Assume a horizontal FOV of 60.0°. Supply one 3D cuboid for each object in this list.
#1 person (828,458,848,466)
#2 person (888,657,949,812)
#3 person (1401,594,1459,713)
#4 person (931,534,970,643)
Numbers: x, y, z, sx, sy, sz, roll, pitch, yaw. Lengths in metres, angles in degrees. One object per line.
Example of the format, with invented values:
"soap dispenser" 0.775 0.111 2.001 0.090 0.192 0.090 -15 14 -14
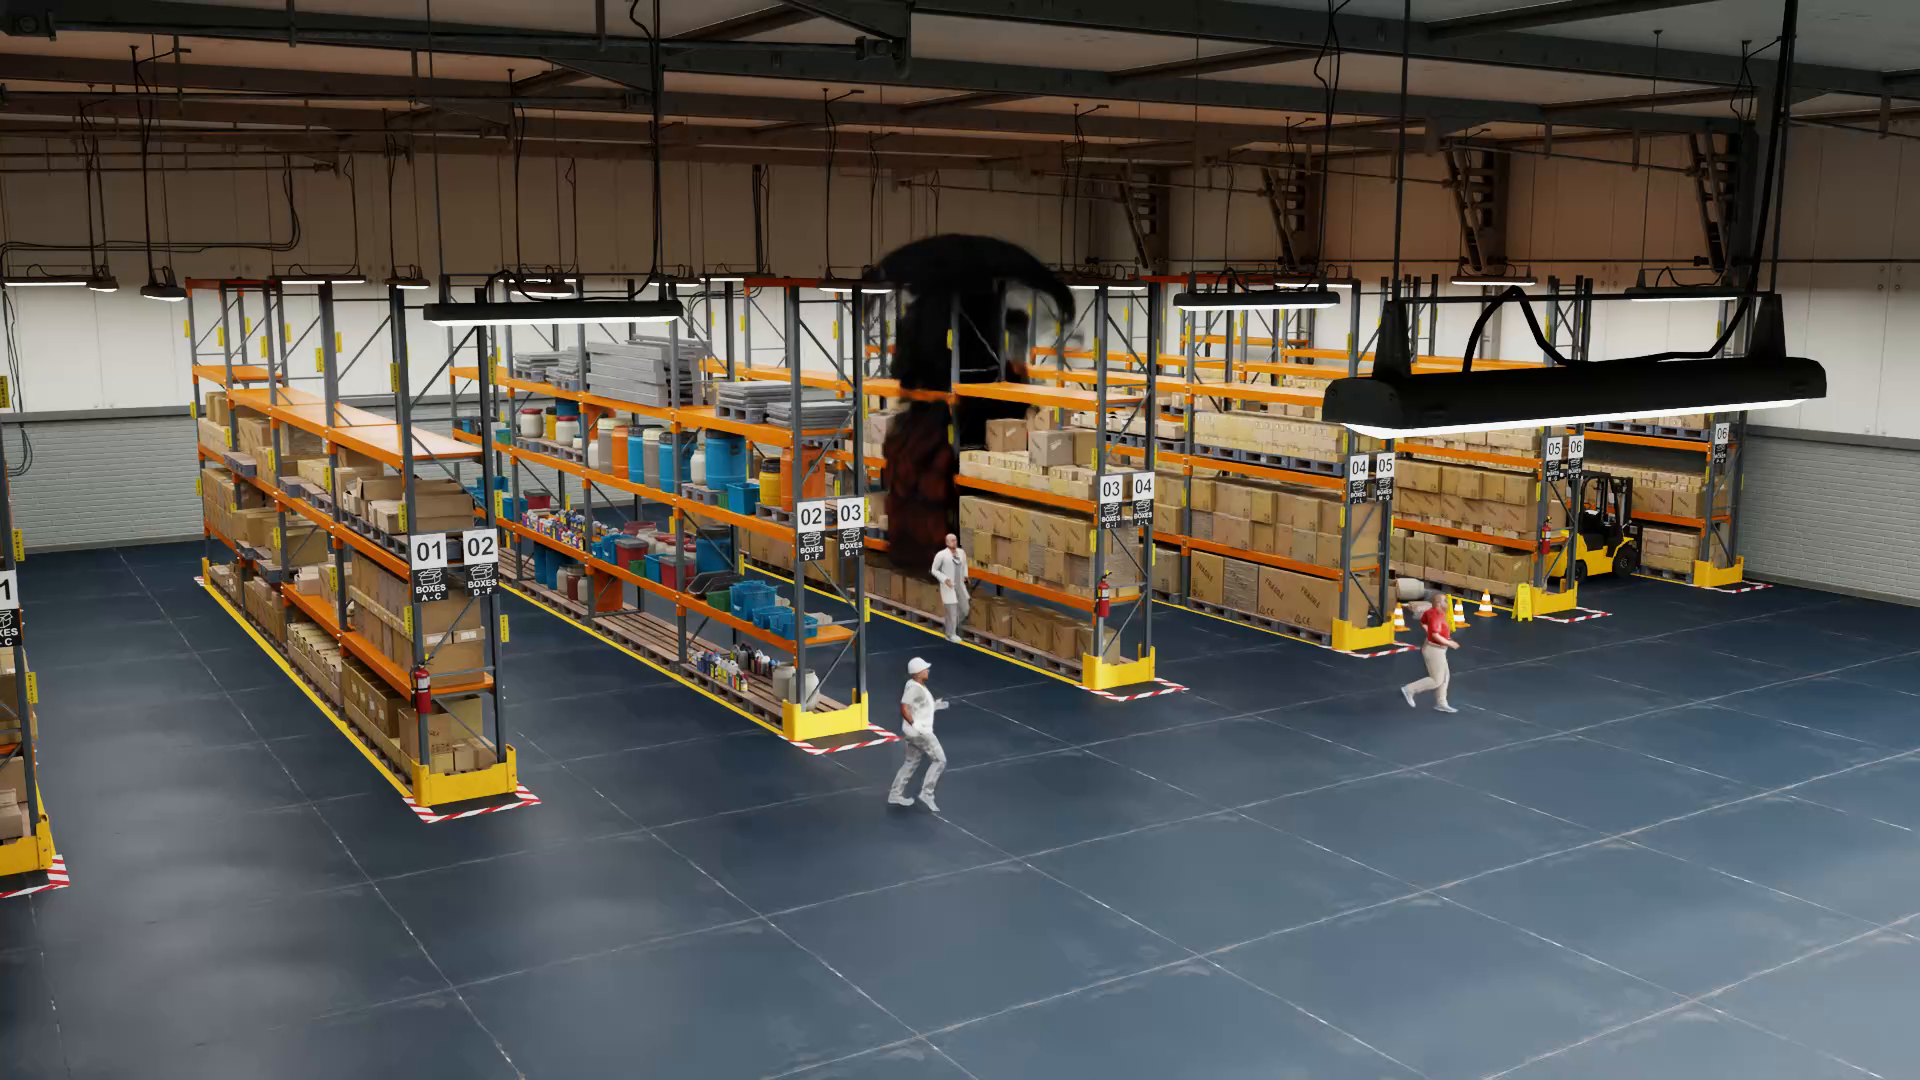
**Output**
"person" -3.080 -1.339 40.847 0.766 1.754 0.648 7 12 34
"person" -0.464 2.260 19.278 0.757 1.830 0.654 -2 10 -14
"person" 6.646 1.599 23.475 0.834 1.726 0.670 1 10 5
"person" -0.110 0.770 26.463 0.689 1.753 0.585 -6 11 -32
